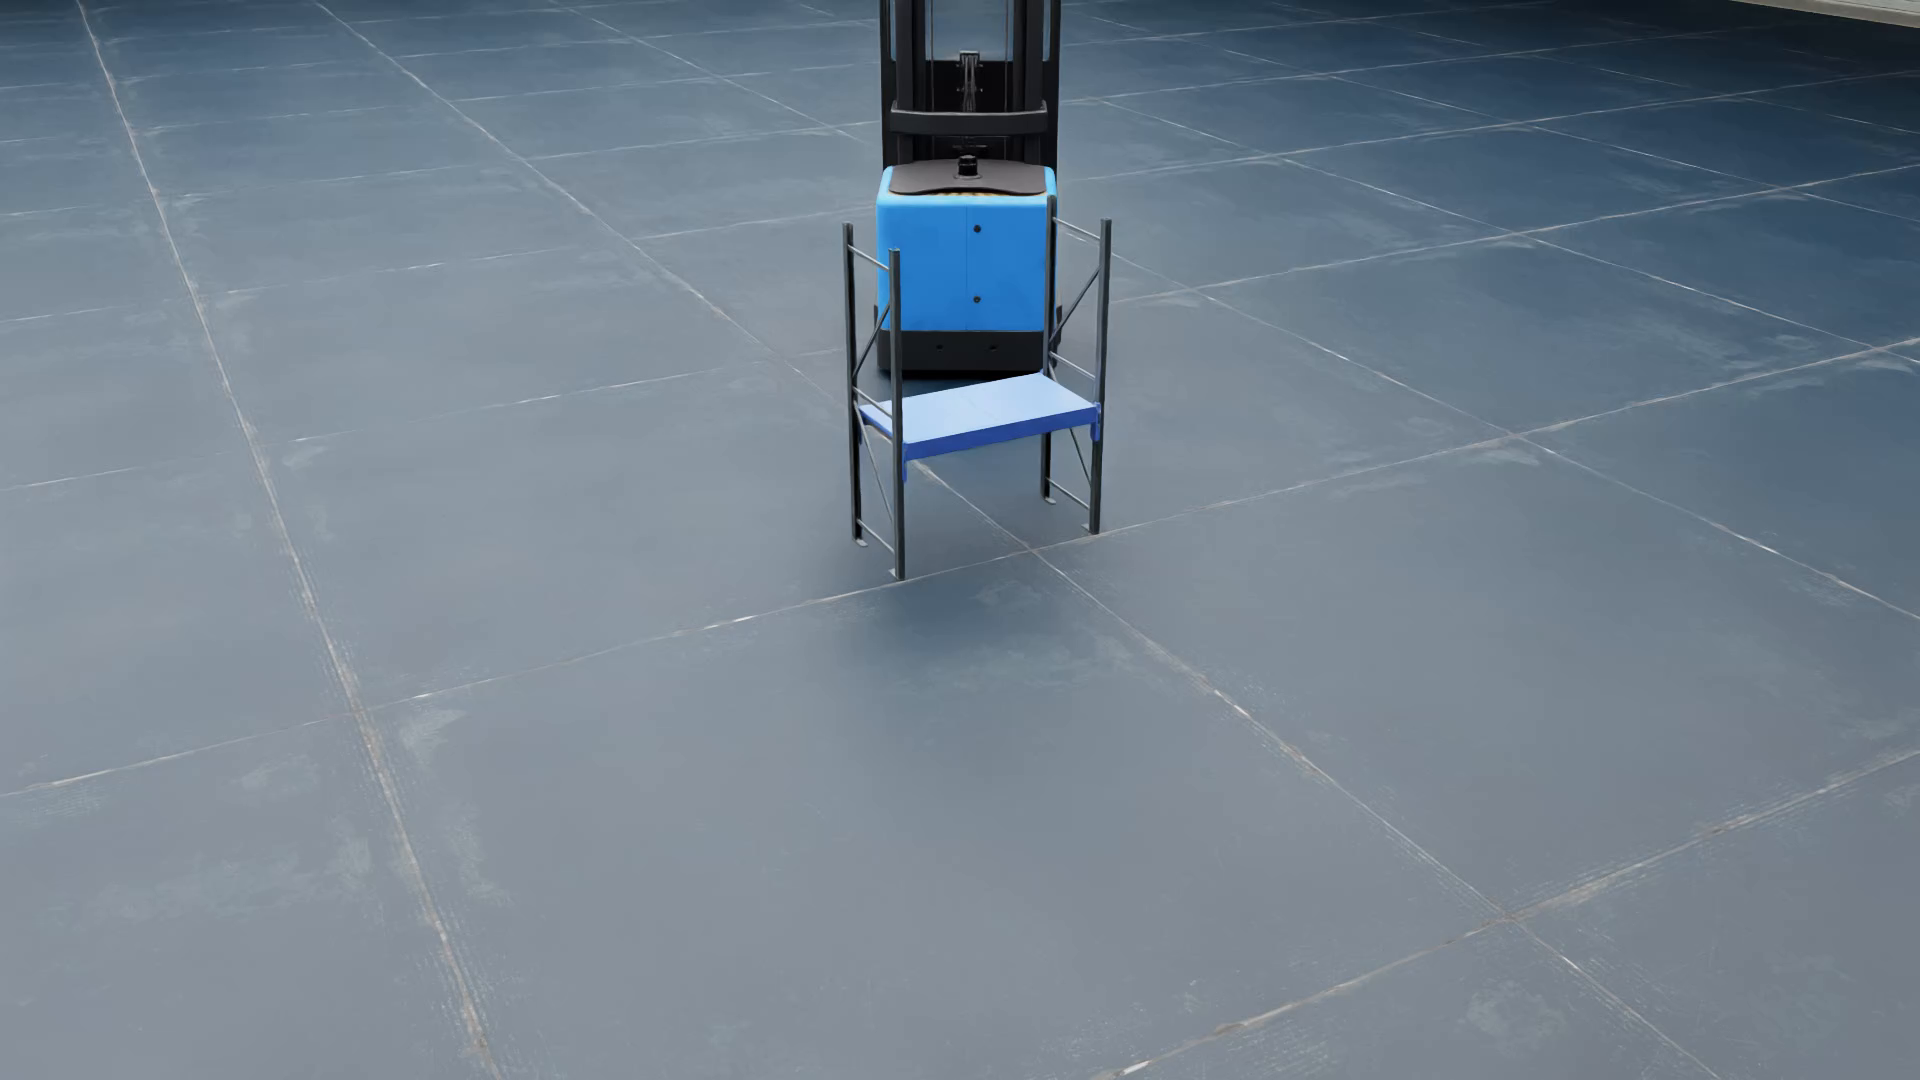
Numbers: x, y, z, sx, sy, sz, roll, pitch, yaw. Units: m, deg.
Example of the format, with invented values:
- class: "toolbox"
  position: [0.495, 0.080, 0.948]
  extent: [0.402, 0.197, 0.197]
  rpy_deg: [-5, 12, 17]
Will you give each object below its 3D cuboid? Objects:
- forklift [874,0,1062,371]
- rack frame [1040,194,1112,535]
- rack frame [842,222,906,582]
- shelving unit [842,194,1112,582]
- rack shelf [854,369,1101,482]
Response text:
- class: "forklift"
  position: [0.065, -2.892, 10.388]
  extent: [1.130, 2.935, 3.031]
  rpy_deg: [0, 26, 1]
- class: "rack frame"
  position: [0.524, -0.797, 7.677]
  extent: [0.032, 1.500, 0.500]
  rpy_deg: [-13, 29, -25]
- class: "rack frame"
  position: [-0.373, -0.590, 7.246]
  extent: [0.032, 1.500, 0.500]
  rpy_deg: [-13, 29, -25]
- class: "shelving unit"
  position: [0.075, -0.693, 7.462]
  extent: [1.048, 1.500, 0.538]
  rpy_deg: [-13, 29, -25]
- class: "rack shelf"
  position: [0.075, -0.531, 7.539]
  extent: [1.000, 0.185, 0.538]
  rpy_deg: [-13, 29, -25]
